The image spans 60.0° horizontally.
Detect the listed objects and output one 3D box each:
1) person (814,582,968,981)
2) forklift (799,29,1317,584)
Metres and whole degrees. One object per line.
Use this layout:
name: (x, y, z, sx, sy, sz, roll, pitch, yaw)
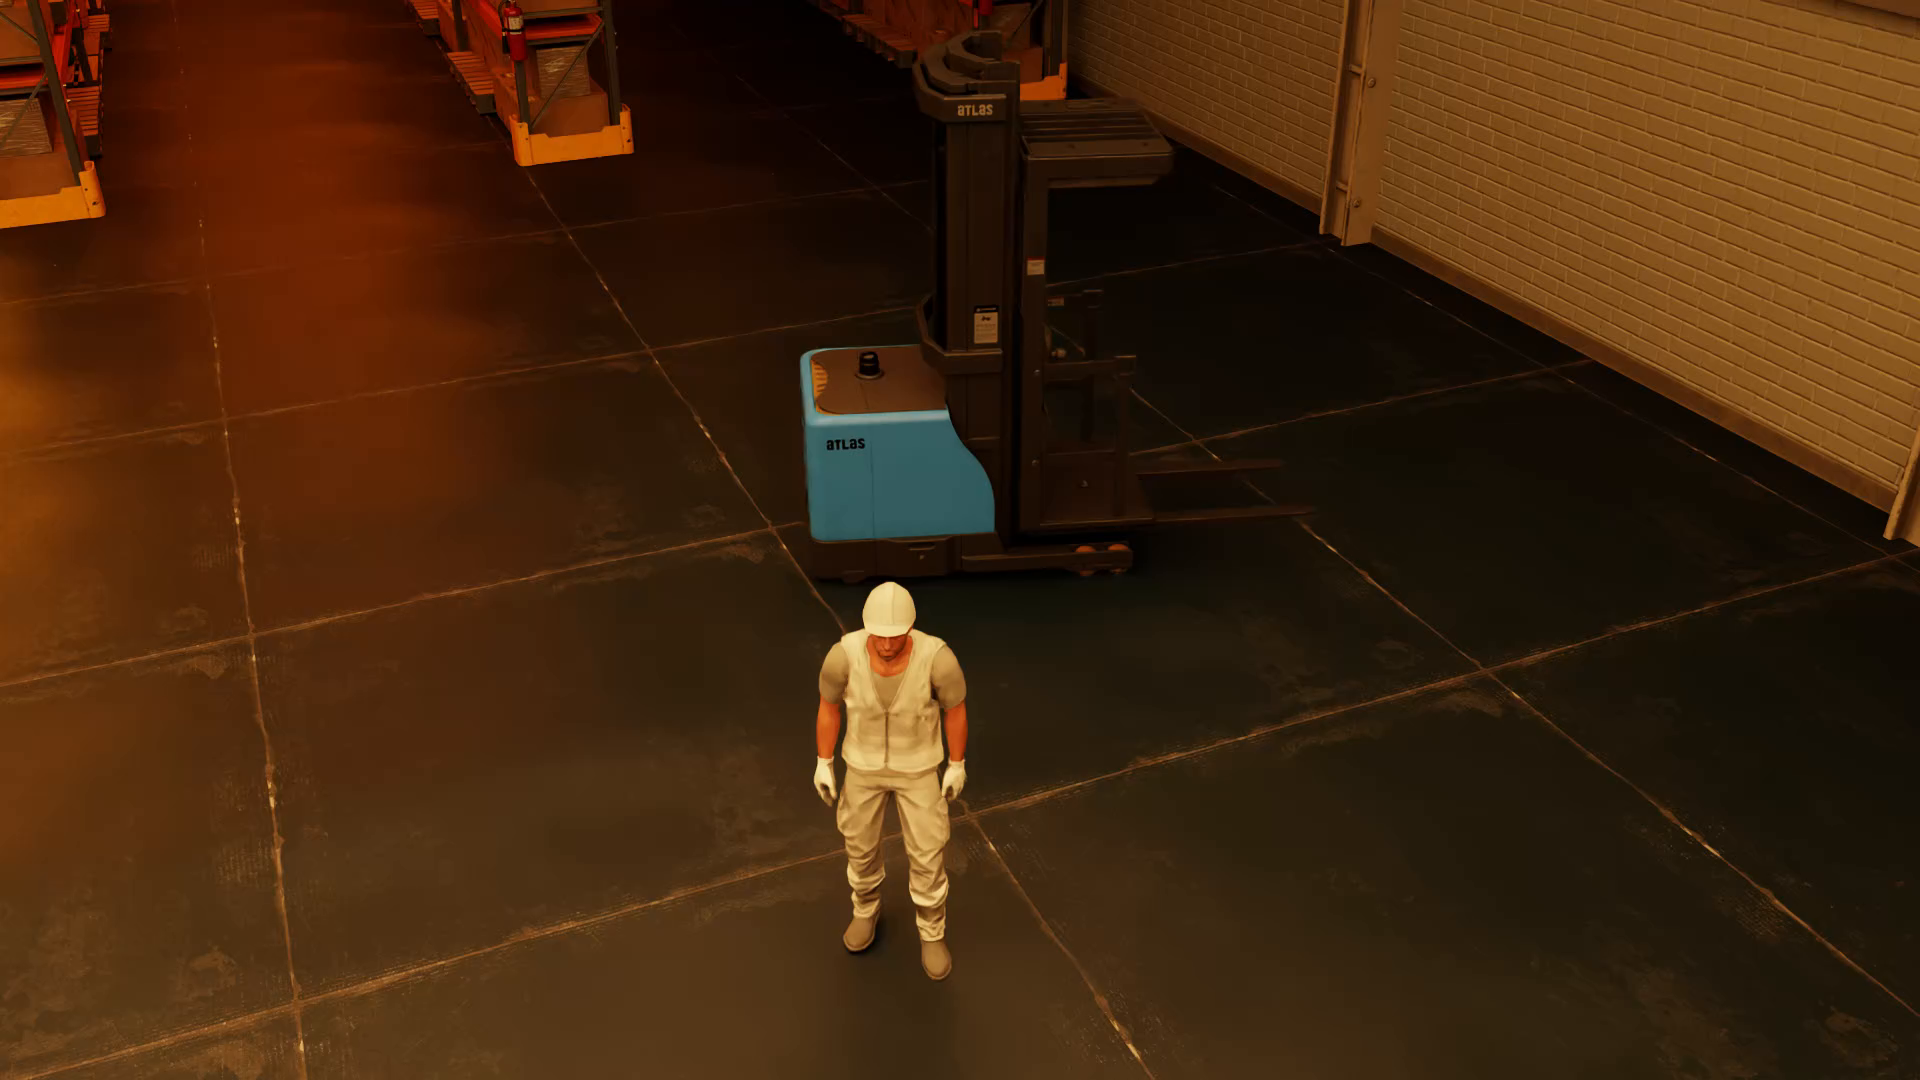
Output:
person: (-0.282, 0.936, 6.662, 0.612, 1.789, 0.458, 3, 30, 5)
forklift: (0.588, -1.328, 9.441, 3.031, 2.935, 1.130, -3, 30, -6)
